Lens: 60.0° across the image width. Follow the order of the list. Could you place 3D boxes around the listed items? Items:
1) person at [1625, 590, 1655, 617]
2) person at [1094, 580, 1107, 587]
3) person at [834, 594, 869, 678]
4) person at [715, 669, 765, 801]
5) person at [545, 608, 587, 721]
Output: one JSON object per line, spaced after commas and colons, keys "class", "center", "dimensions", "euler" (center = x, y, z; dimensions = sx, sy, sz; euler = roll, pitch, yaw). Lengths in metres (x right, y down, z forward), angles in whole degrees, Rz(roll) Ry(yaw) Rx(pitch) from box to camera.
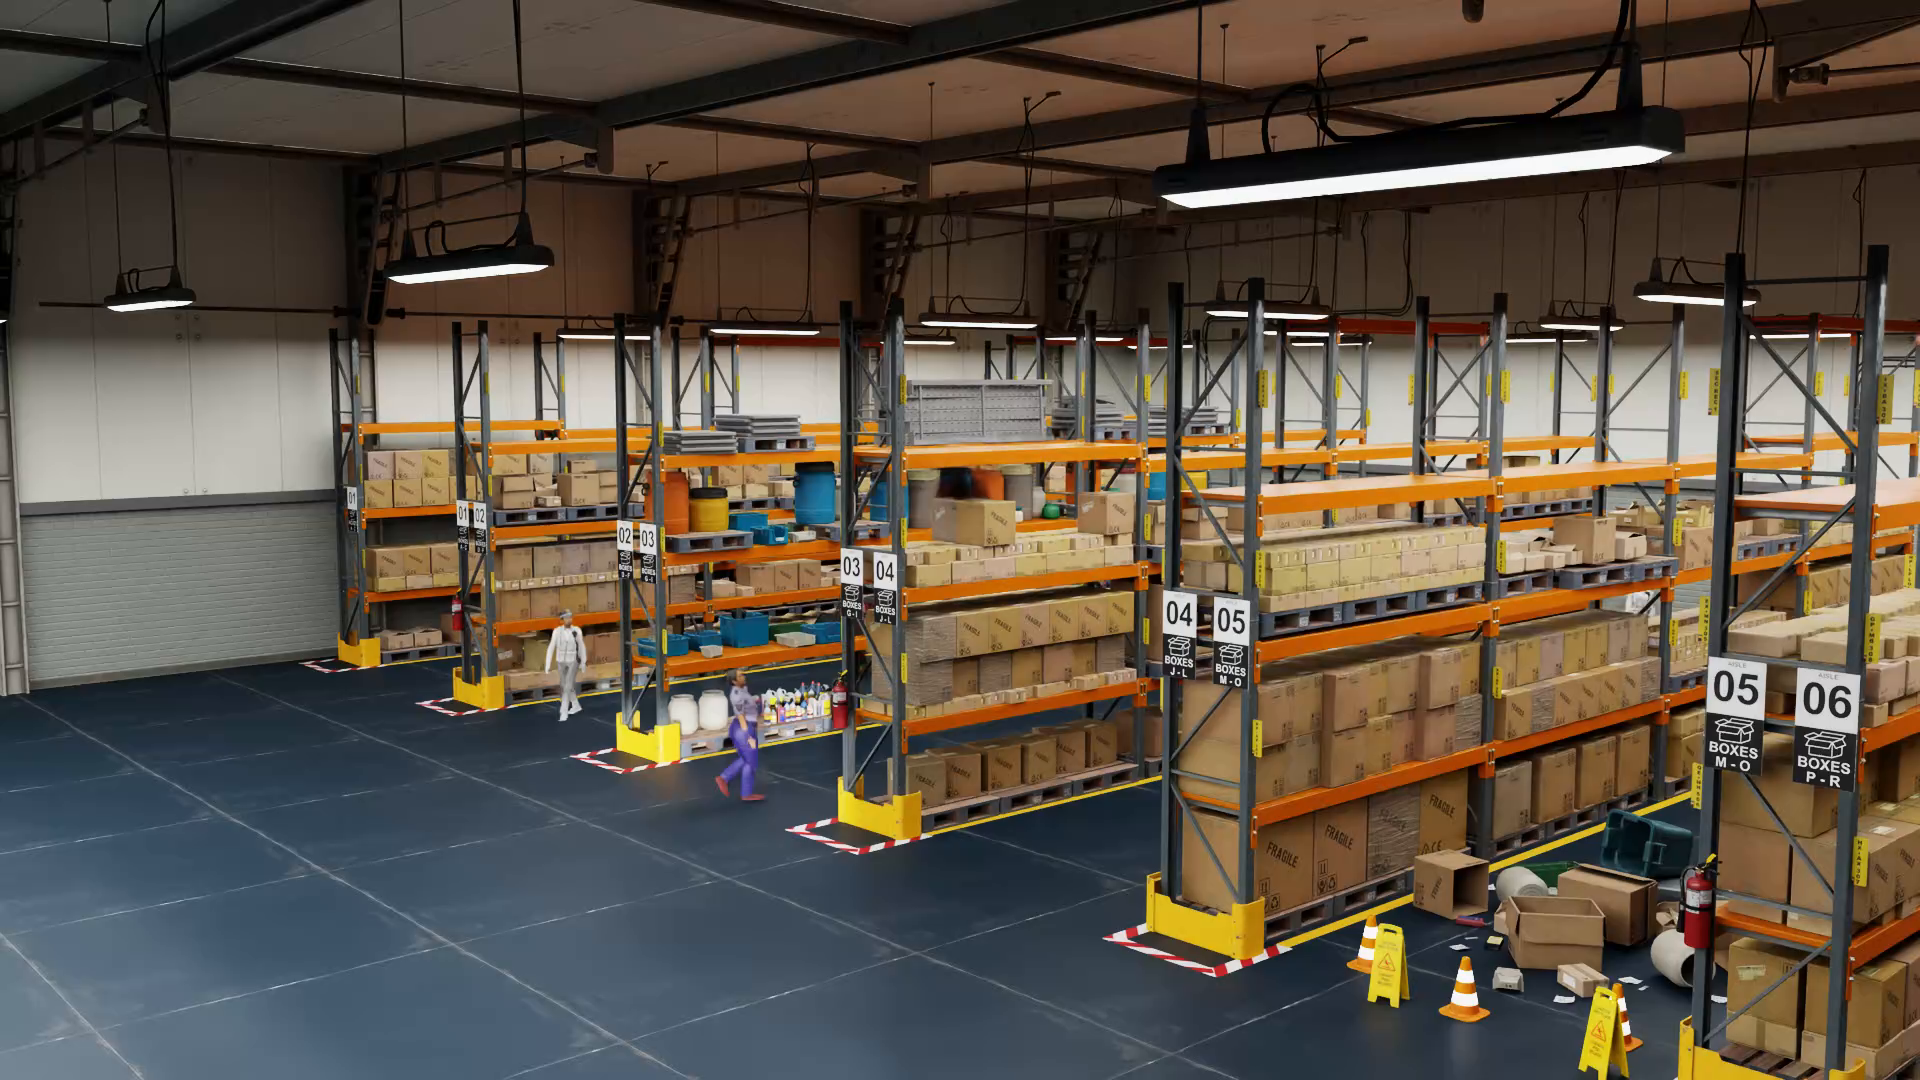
{"class": "person", "center": [12.139, 1.383, 29.768], "dimensions": [0.476, 1.663, 0.610], "euler": [-2, 6, -23]}
{"class": "person", "center": [2.842, 0.970, 33.780], "dimensions": [1.028, 1.636, 0.630], "euler": [-5, 7, -41]}
{"class": "person", "center": [-1.892, 1.456, 28.461], "dimensions": [0.511, 1.727, 1.019], "euler": [5, 7, 39]}
{"class": "person", "center": [-2.646, 2.362, 20.155], "dimensions": [0.539, 1.613, 0.490], "euler": [-2, 6, -22]}
{"class": "person", "center": [-5.928, 1.850, 25.142], "dimensions": [0.527, 1.665, 0.602], "euler": [1, 6, 12]}
